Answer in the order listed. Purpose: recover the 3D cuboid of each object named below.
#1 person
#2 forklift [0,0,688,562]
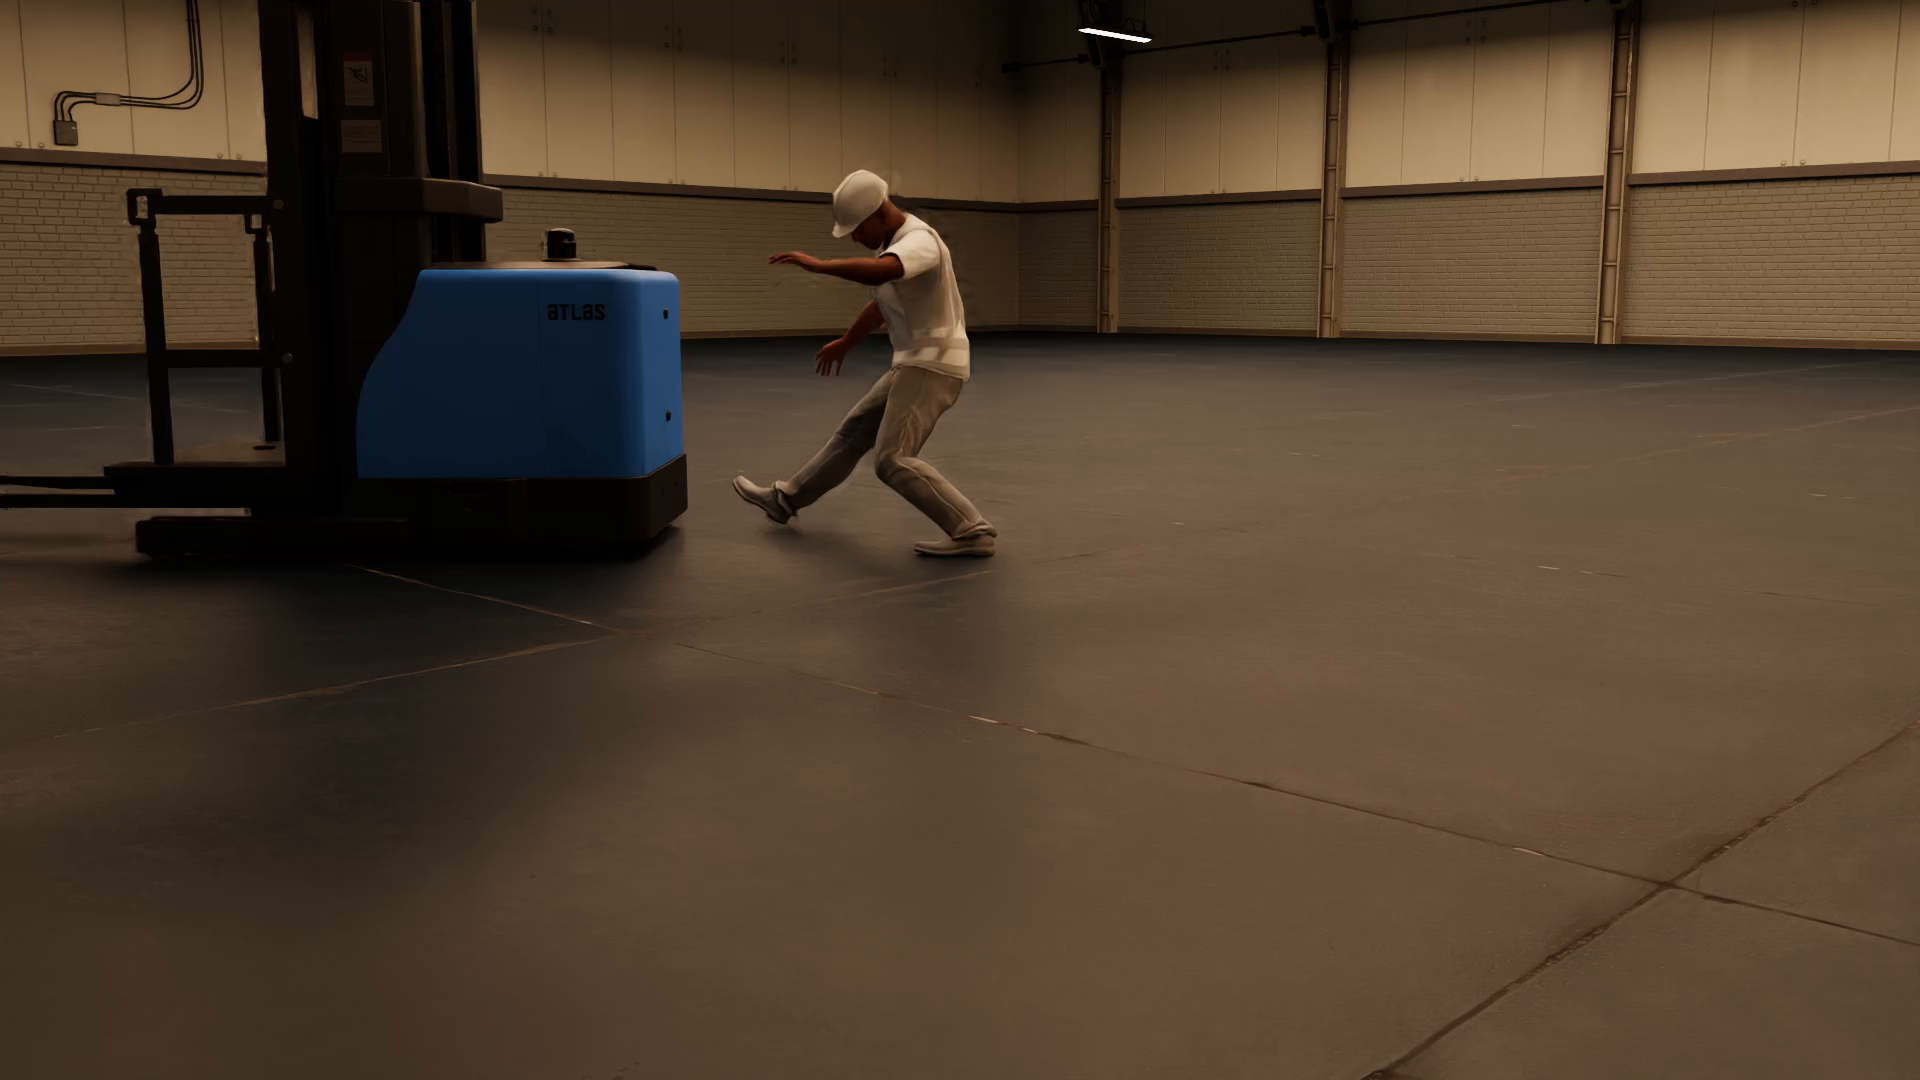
[{"bbox_3d":[-0.414,-0.715,6.609,1.077,1.469,0.981,0,9,-3],"label":"person"},{"bbox_3d":[-2.679,-1.446,6.479,3.031,2.935,1.130,0,9,0],"label":"forklift"}]
